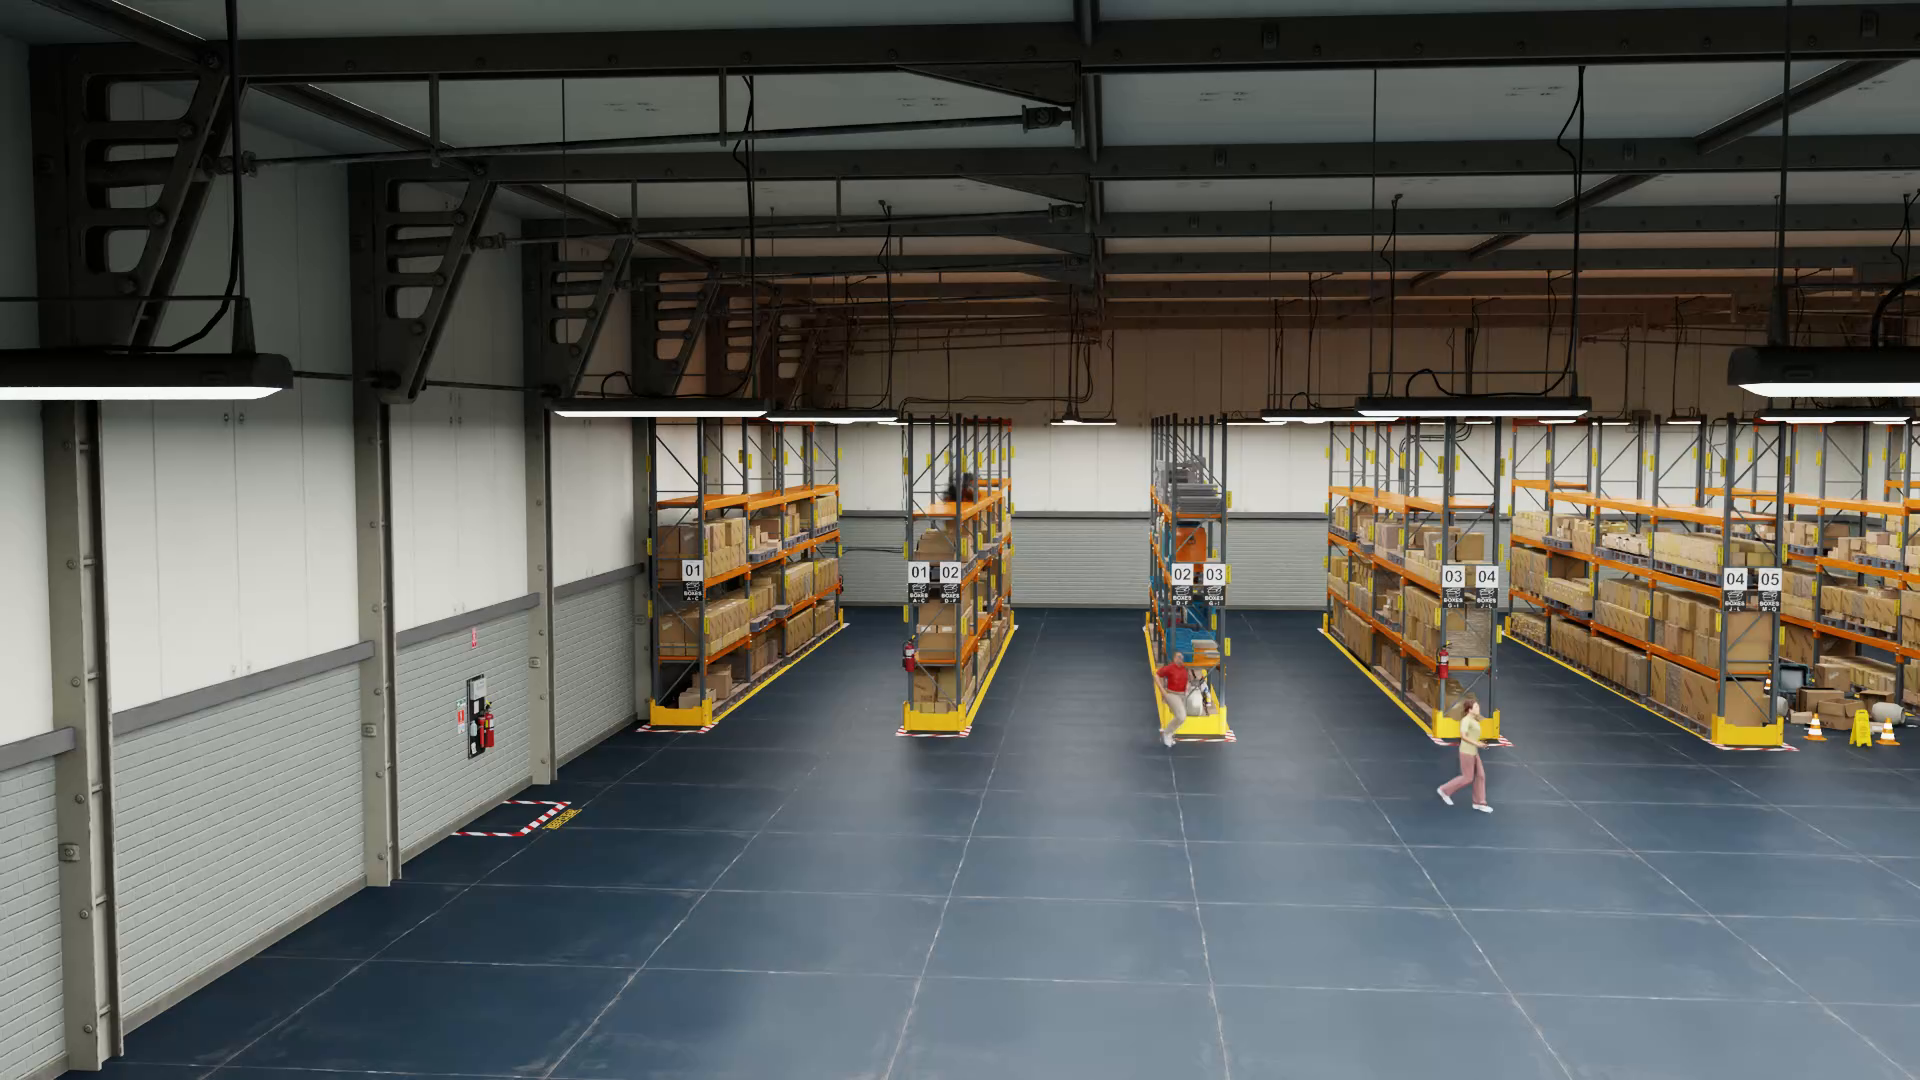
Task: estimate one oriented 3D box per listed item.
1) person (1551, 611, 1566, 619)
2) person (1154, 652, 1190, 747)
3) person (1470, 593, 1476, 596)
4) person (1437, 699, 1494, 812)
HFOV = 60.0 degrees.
[{"bbox_3d":[16.876,1.761,47.072,0.620,1.668,0.814,-3,5,-38],"label":"person"},{"bbox_3d":[3.914,2.867,29.995,0.598,1.696,0.672,3,5,40],"label":"person"},{"bbox_3d":[13.848,1.861,44.987,0.661,1.708,0.763,0,4,5],"label":"person"},{"bbox_3d":[7.600,3.216,24.936,0.817,1.677,0.599,2,4,28],"label":"person"}]
